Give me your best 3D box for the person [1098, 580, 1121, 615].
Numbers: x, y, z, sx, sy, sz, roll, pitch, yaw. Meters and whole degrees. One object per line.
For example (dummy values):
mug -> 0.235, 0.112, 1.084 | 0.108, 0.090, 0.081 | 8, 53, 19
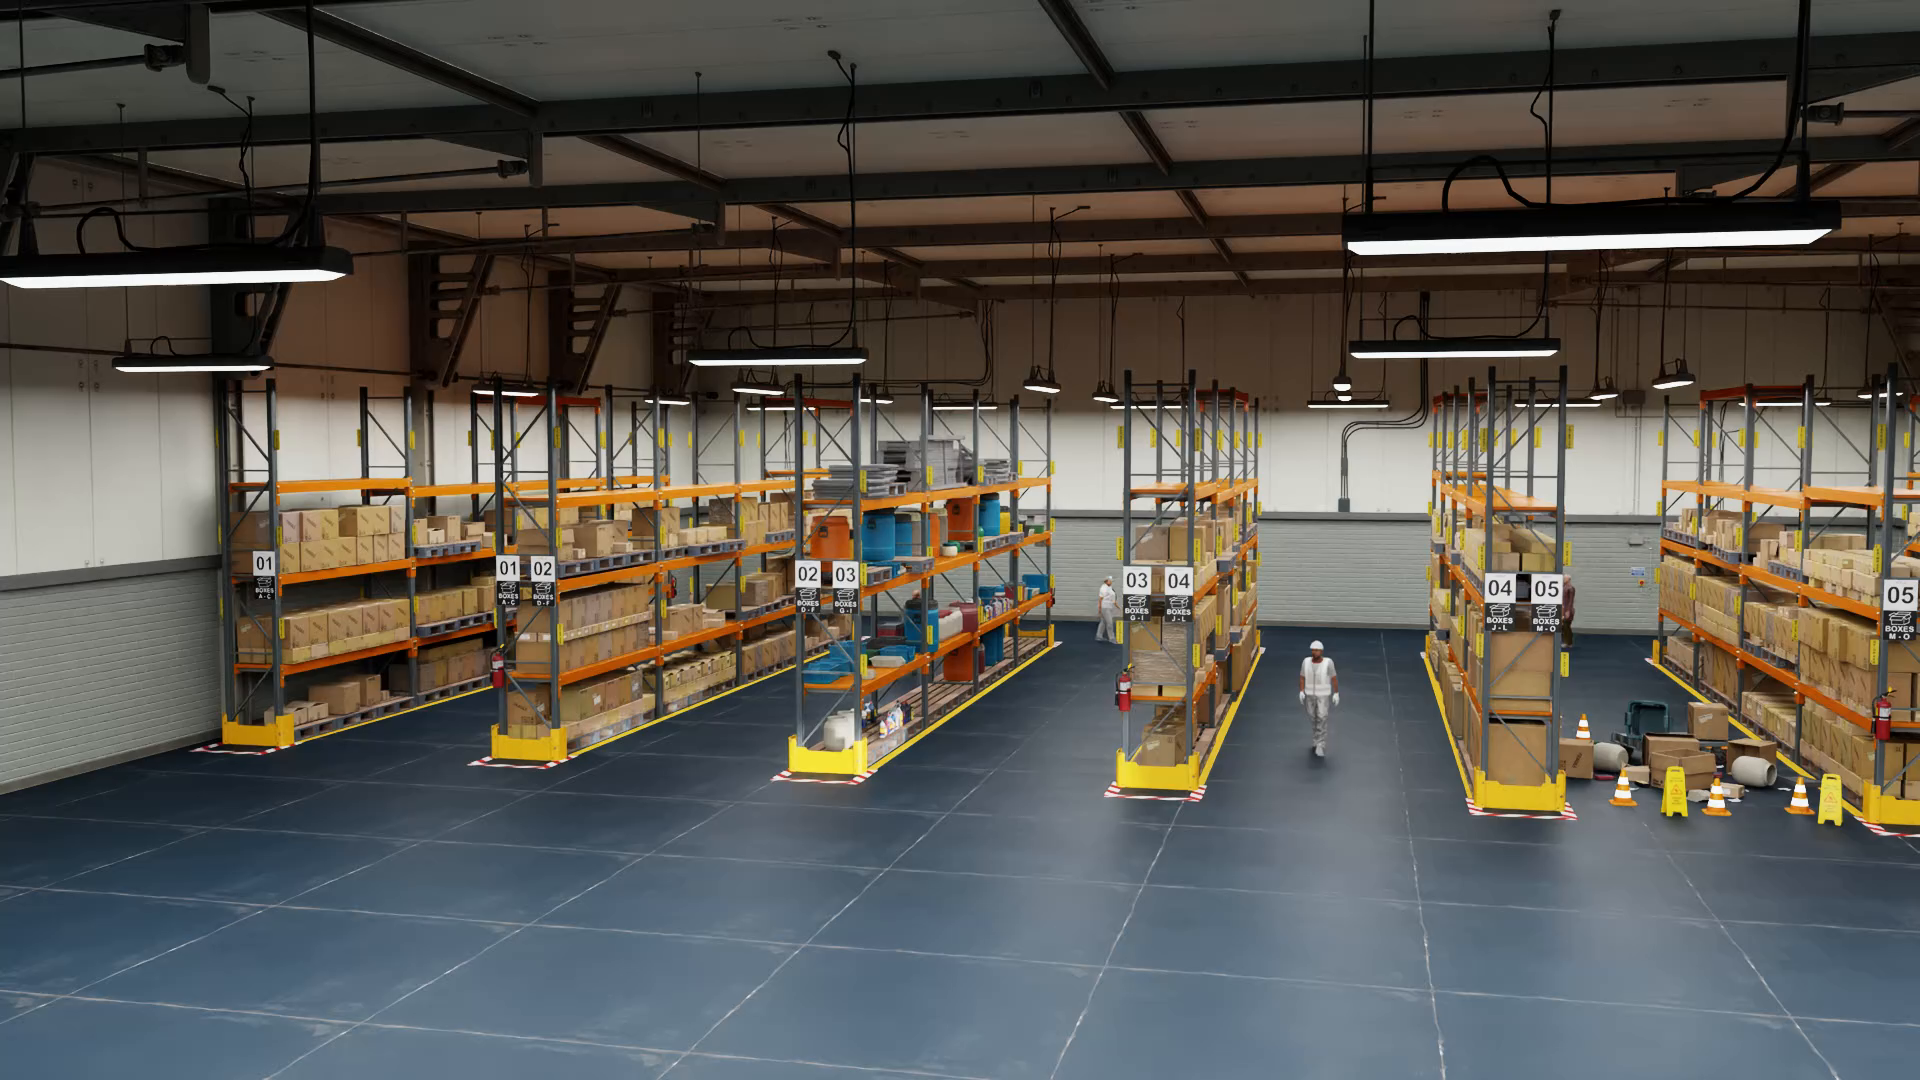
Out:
person -> 3.690, 1.373, 41.167 | 0.523, 0.960, 0.514 | 1, 4, 23

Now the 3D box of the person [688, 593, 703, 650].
person -> -5.993, 1.951, 37.742 | 0.535, 1.581, 0.694 | 2, 4, 25

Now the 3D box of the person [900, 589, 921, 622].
person -> -0.995, 1.866, 35.415 | 0.637, 1.646, 0.489 | 1, 4, 16

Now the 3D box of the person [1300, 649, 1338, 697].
person -> 5.750, 2.214, 26.752 | 0.586, 0.920, 0.440 | 2, 4, 34

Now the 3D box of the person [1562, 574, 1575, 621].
person -> 14.501, 1.393, 39.908 | 0.431, 1.151, 0.600 | 0, 3, -7
